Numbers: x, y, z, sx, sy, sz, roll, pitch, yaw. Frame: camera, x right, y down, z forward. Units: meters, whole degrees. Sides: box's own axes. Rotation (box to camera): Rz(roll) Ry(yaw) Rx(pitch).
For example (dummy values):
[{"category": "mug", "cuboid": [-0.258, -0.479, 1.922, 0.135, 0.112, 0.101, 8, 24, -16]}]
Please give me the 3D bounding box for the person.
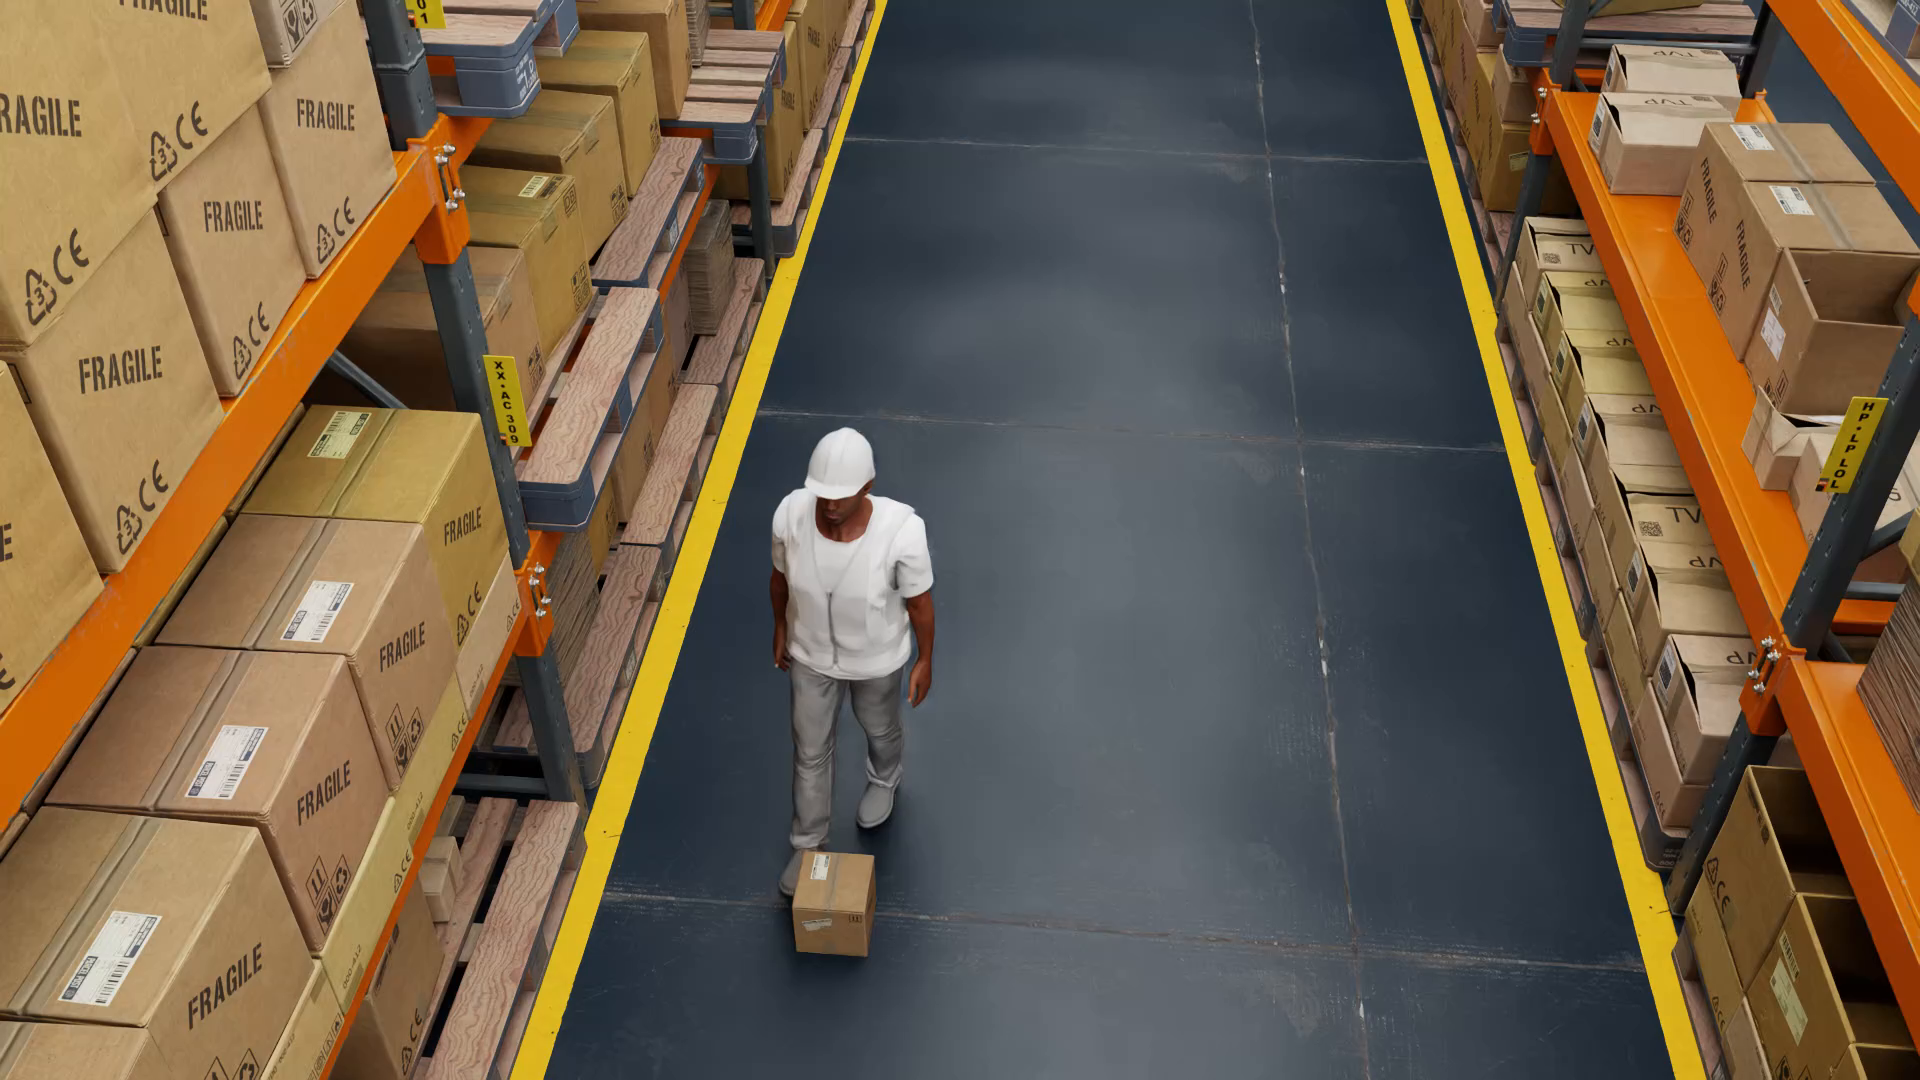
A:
[{"category": "person", "cuboid": [-0.403, 0.440, 5.609, 0.590, 1.756, 0.741, 8, 41, 10]}]
